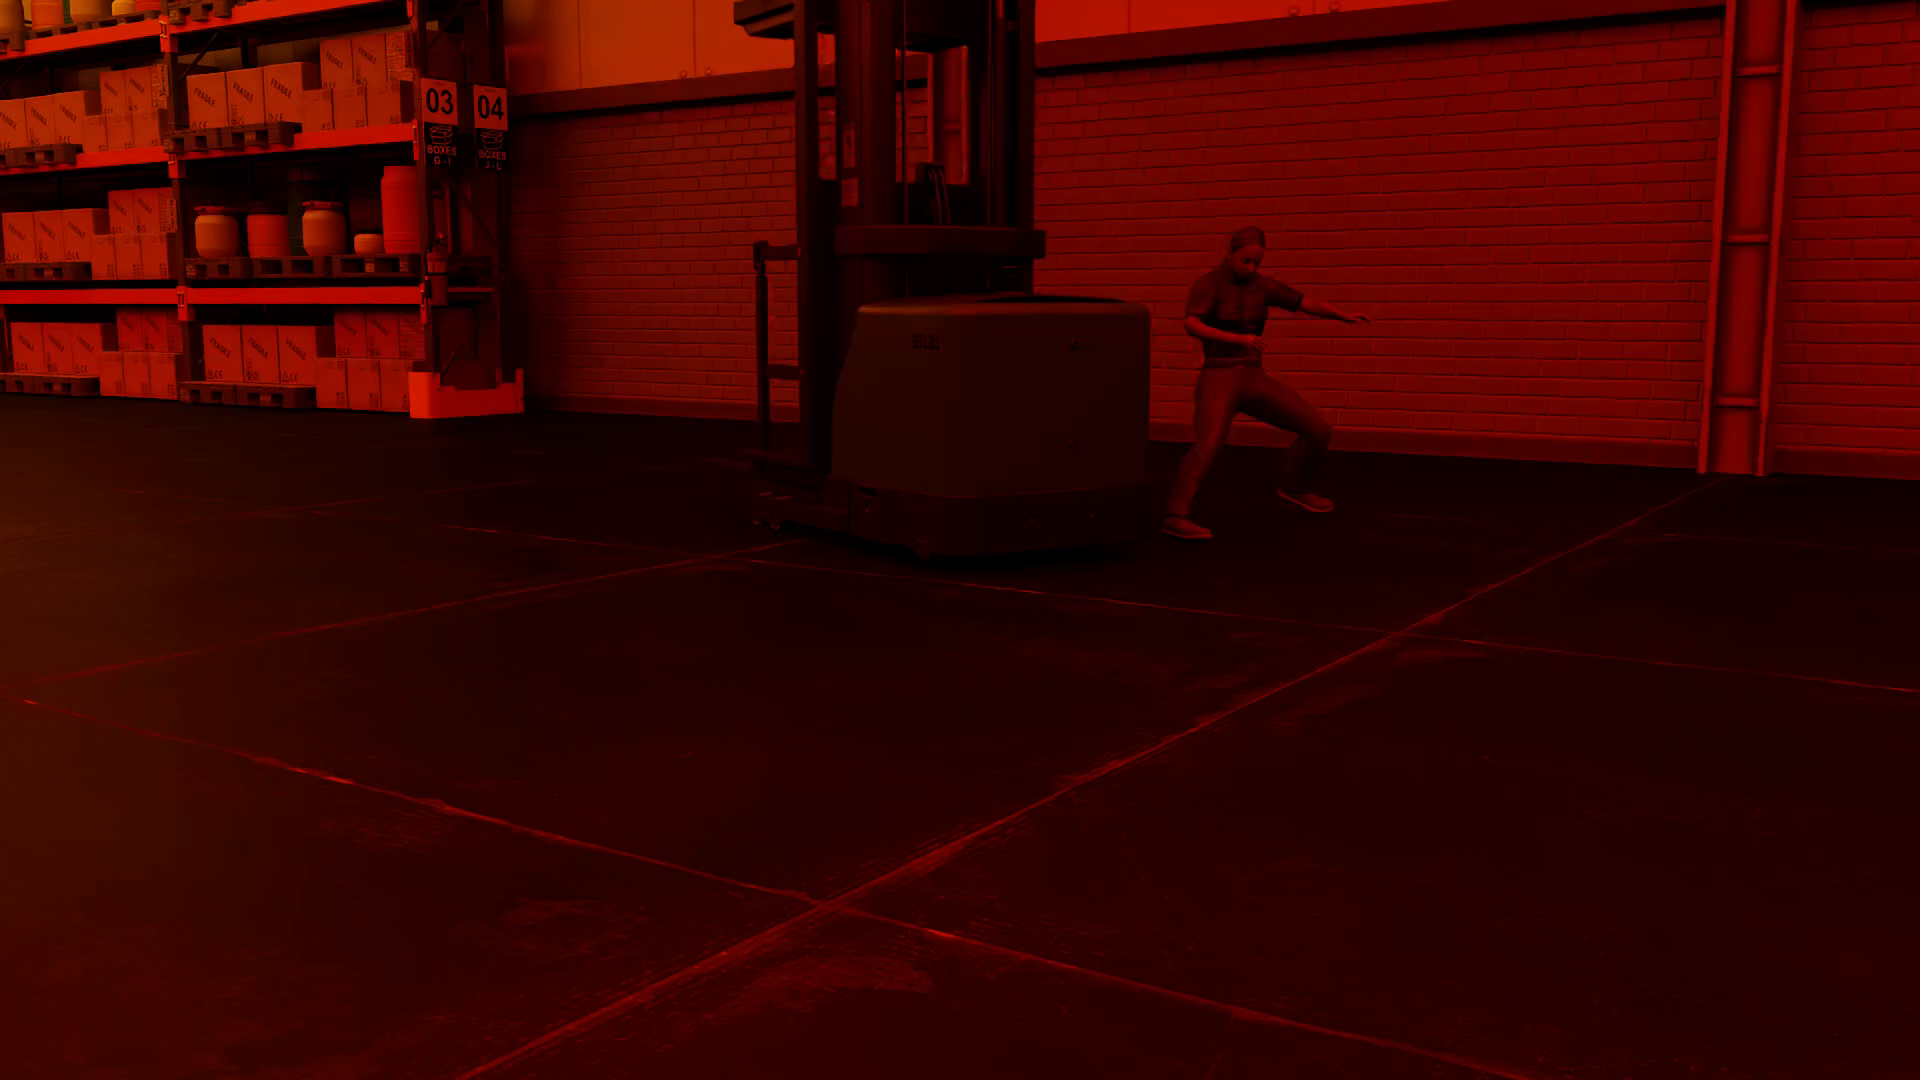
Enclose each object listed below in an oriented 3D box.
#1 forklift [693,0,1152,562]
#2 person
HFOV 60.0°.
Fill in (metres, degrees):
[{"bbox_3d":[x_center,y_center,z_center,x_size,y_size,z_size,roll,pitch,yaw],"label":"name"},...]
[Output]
[{"bbox_3d":[-0.389,-1.528,7.936,1.130,2.935,3.031,-5,10,-32],"label":"forklift"},{"bbox_3d":[1.433,-0.768,7.921,1.218,1.425,0.676,-4,9,-26],"label":"person"}]
